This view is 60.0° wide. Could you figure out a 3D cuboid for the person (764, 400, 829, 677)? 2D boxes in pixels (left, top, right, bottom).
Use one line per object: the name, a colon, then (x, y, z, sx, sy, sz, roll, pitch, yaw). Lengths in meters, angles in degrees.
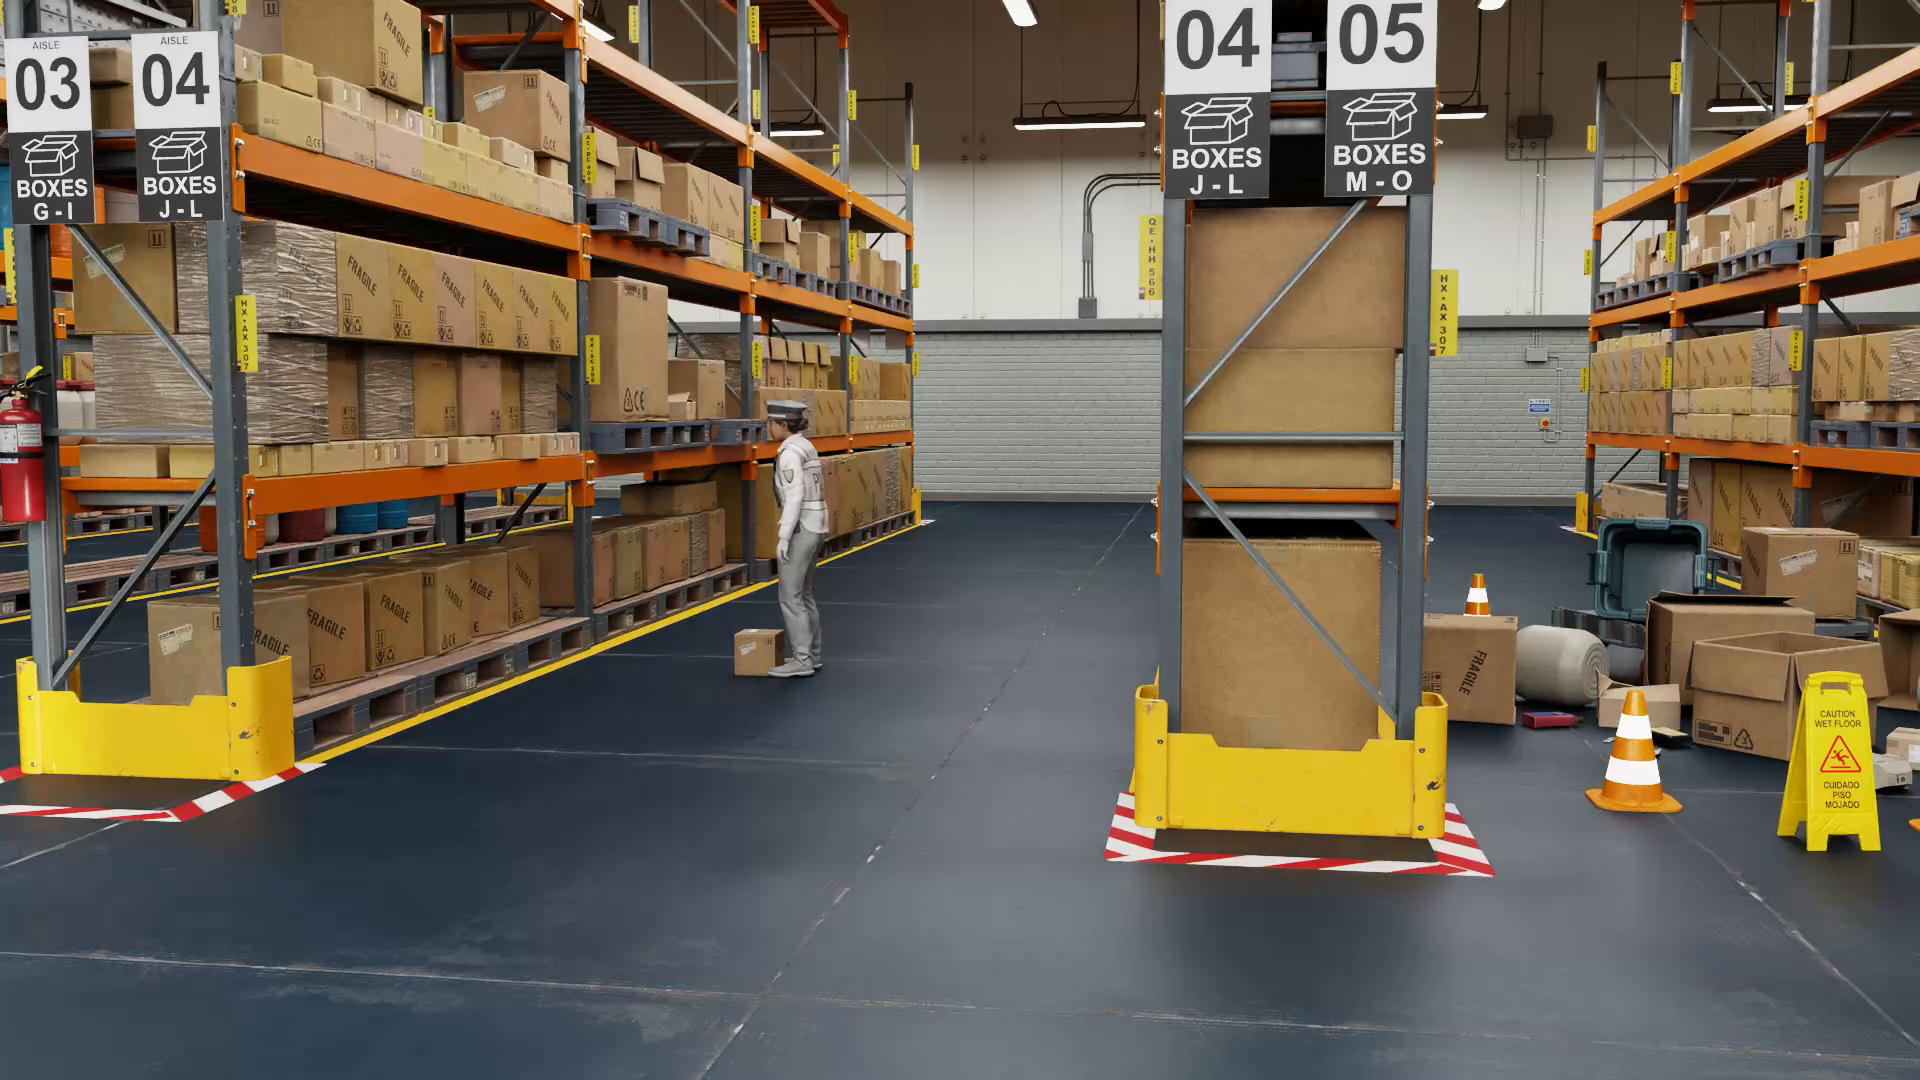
person: (-0.990, -0.016, 10.073, 0.378, 1.663, 0.531, 1, 5, 8)
